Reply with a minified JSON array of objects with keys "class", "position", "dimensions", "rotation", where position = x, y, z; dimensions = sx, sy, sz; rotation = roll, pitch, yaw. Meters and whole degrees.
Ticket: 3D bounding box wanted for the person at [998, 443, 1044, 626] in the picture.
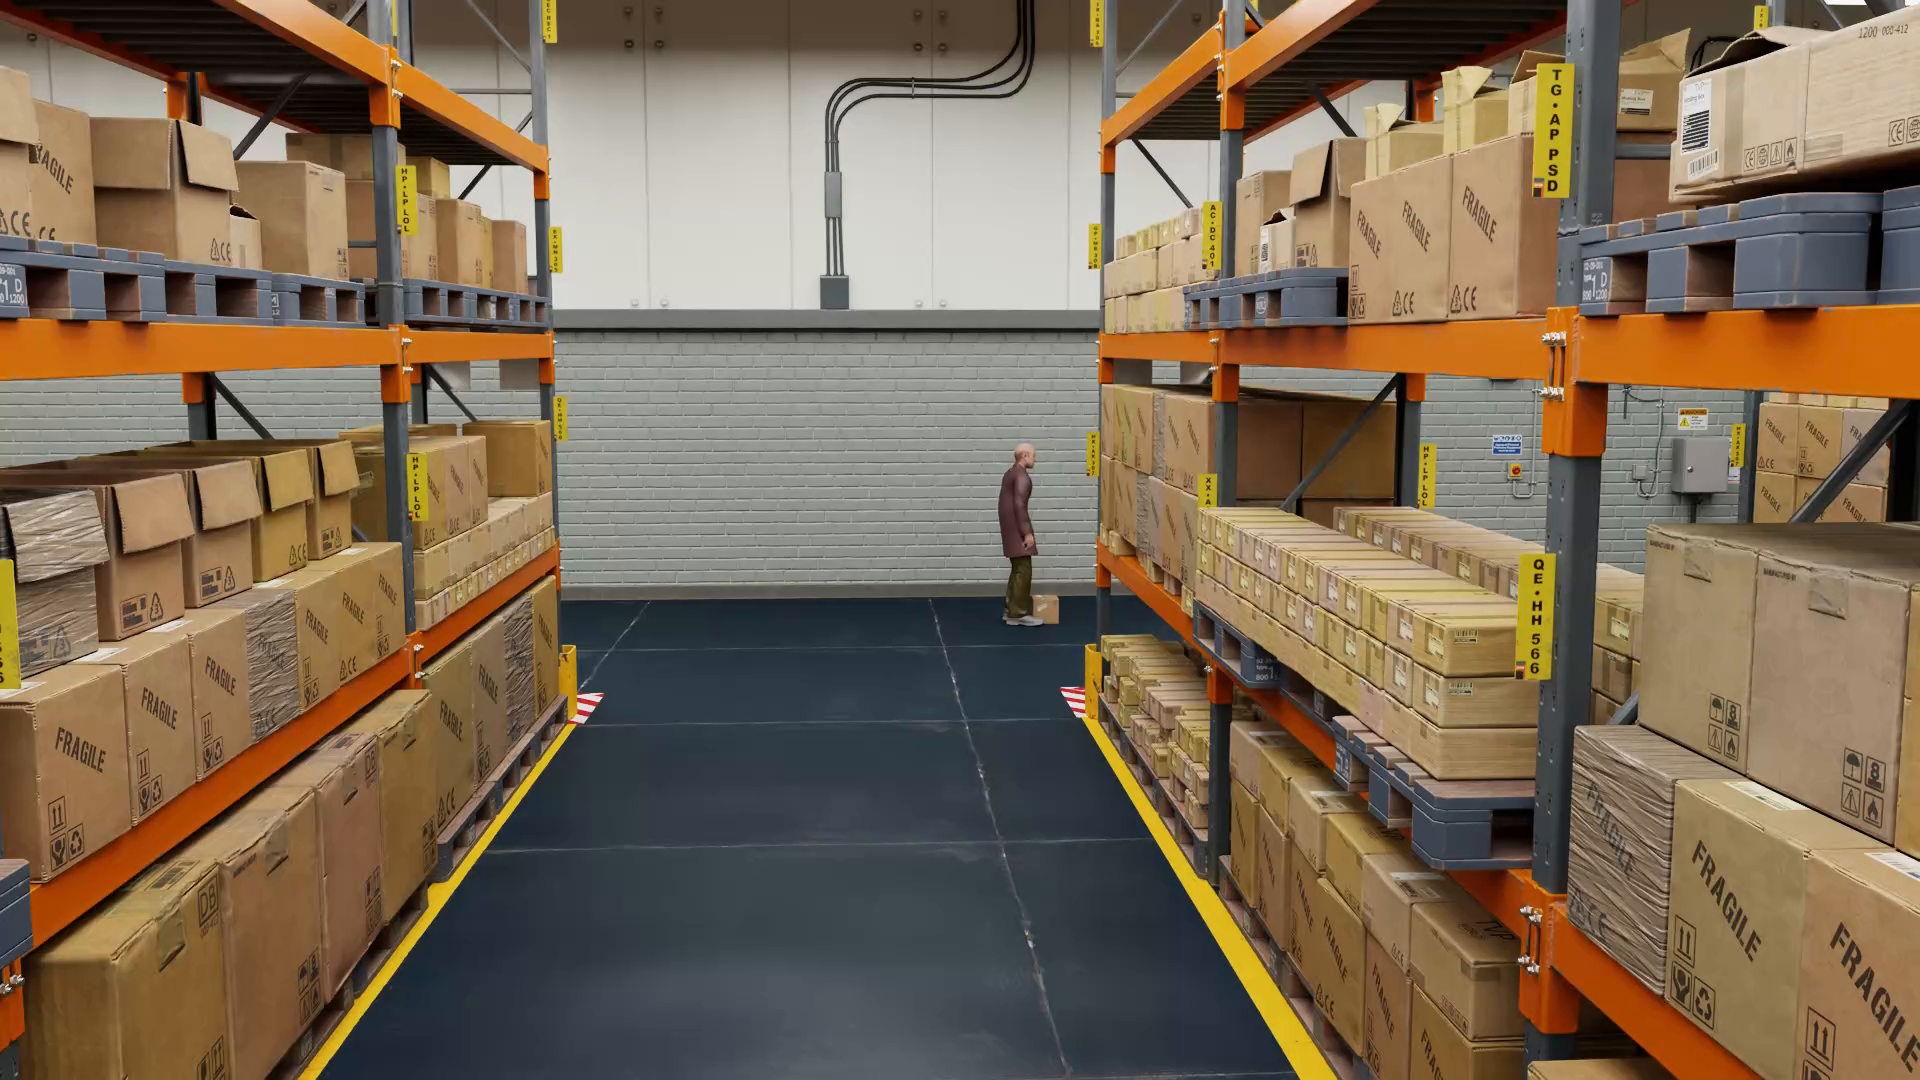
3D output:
[{"class":"person","position":[0.592,-0.069,16.385],"dimensions":[0.424,1.773,0.653],"rotation":[-1,7,-7]}]
